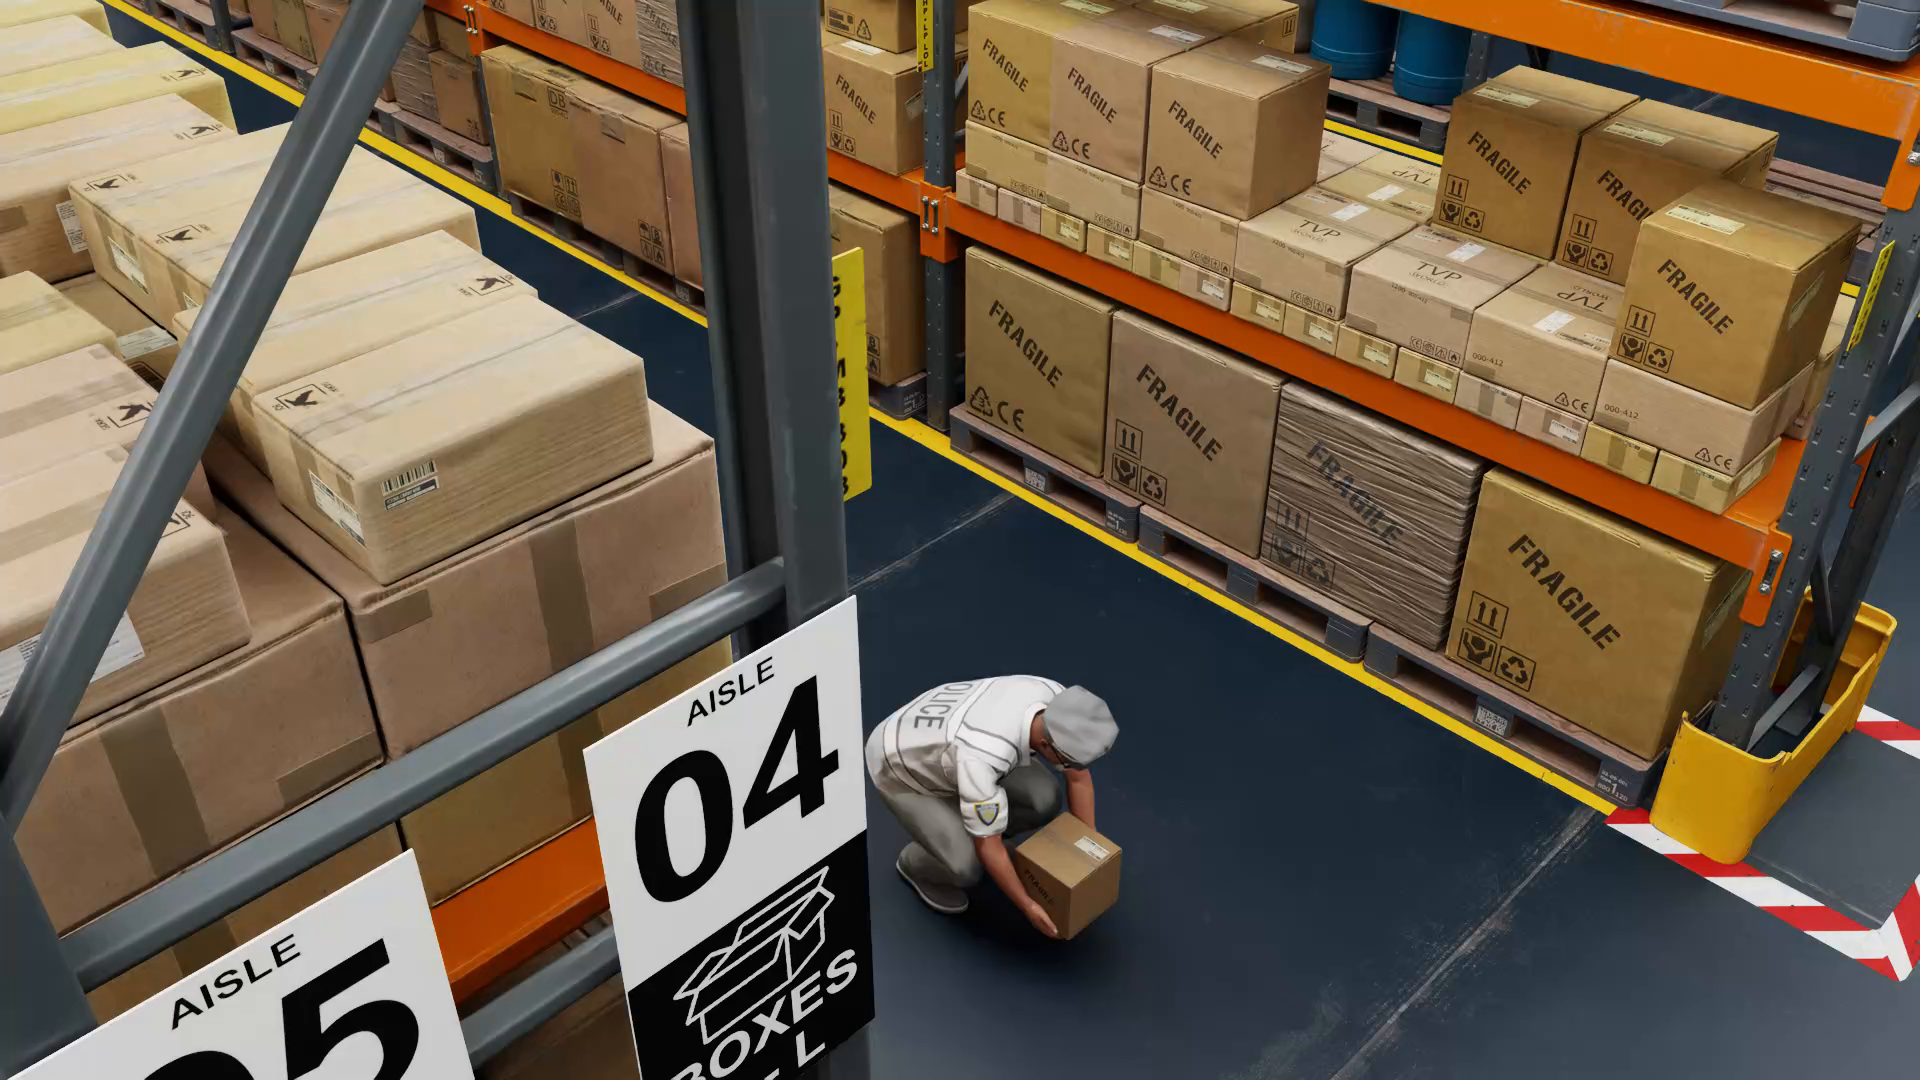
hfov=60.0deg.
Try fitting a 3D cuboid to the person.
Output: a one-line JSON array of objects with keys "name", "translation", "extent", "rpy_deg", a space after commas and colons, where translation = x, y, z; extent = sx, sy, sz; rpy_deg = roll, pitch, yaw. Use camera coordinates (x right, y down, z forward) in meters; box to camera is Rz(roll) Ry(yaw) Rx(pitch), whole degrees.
[{"name": "person", "translation": [0.108, 0.815, 5.638], "extent": [0.910, 1.009, 0.566], "rpy_deg": [30, 45, 35]}]
